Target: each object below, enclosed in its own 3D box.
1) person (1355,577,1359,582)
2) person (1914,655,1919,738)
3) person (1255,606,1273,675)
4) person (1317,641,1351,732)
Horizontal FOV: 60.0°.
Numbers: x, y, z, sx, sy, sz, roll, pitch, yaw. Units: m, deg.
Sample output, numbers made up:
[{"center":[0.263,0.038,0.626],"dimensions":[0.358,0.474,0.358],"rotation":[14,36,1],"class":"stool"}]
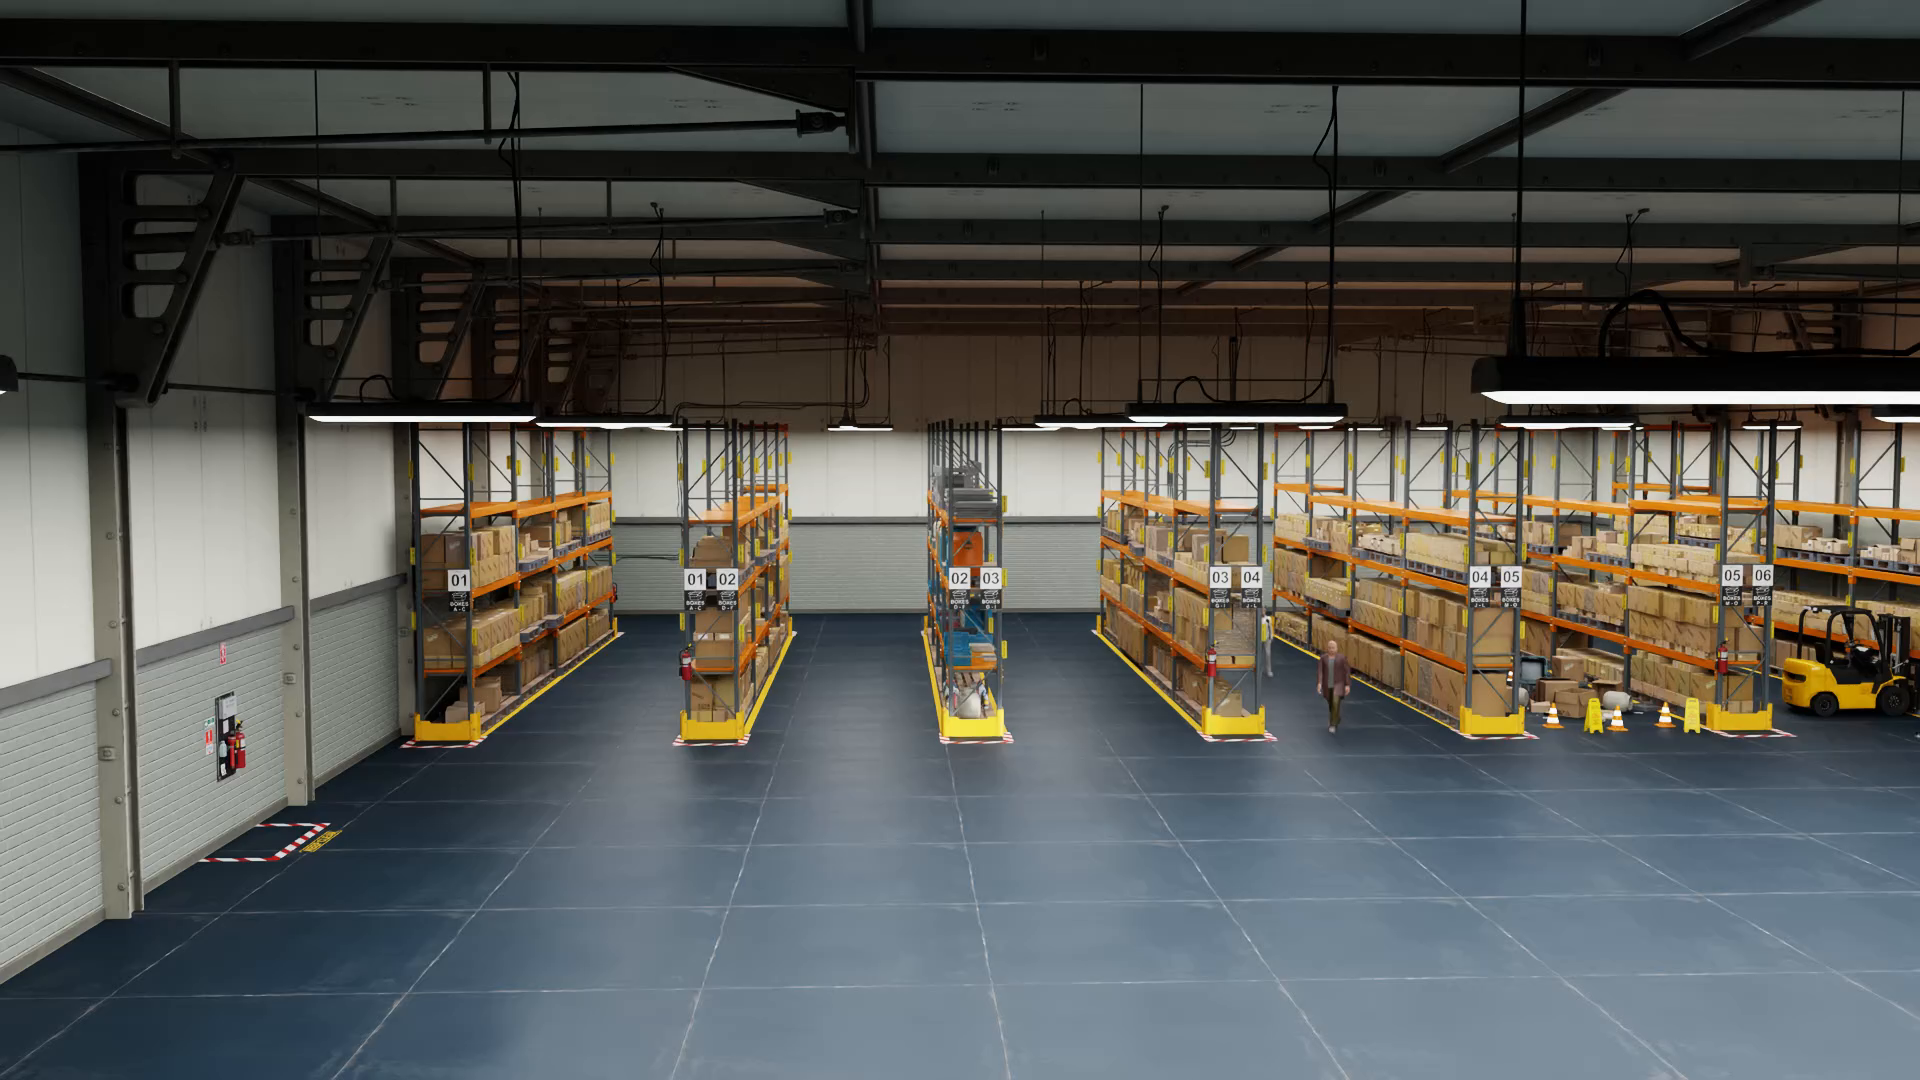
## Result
[{"center":[11.176,1.905,46.933],"dimensions":[0.487,1.712,0.362],"rotation":[-2,4,-30],"class":"person"},{"center":[18.281,2.890,31.246],"dimensions":[0.819,1.629,0.490],"rotation":[-1,4,-10],"class":"person"},{"center":[7.163,2.365,39.376],"dimensions":[0.497,1.627,0.935],"rotation":[1,4,12],"class":"person"},{"center":[7.106,2.796,31.790],"dimensions":[0.607,1.731,1.103],"rotation":[3,5,39],"class":"person"}]
